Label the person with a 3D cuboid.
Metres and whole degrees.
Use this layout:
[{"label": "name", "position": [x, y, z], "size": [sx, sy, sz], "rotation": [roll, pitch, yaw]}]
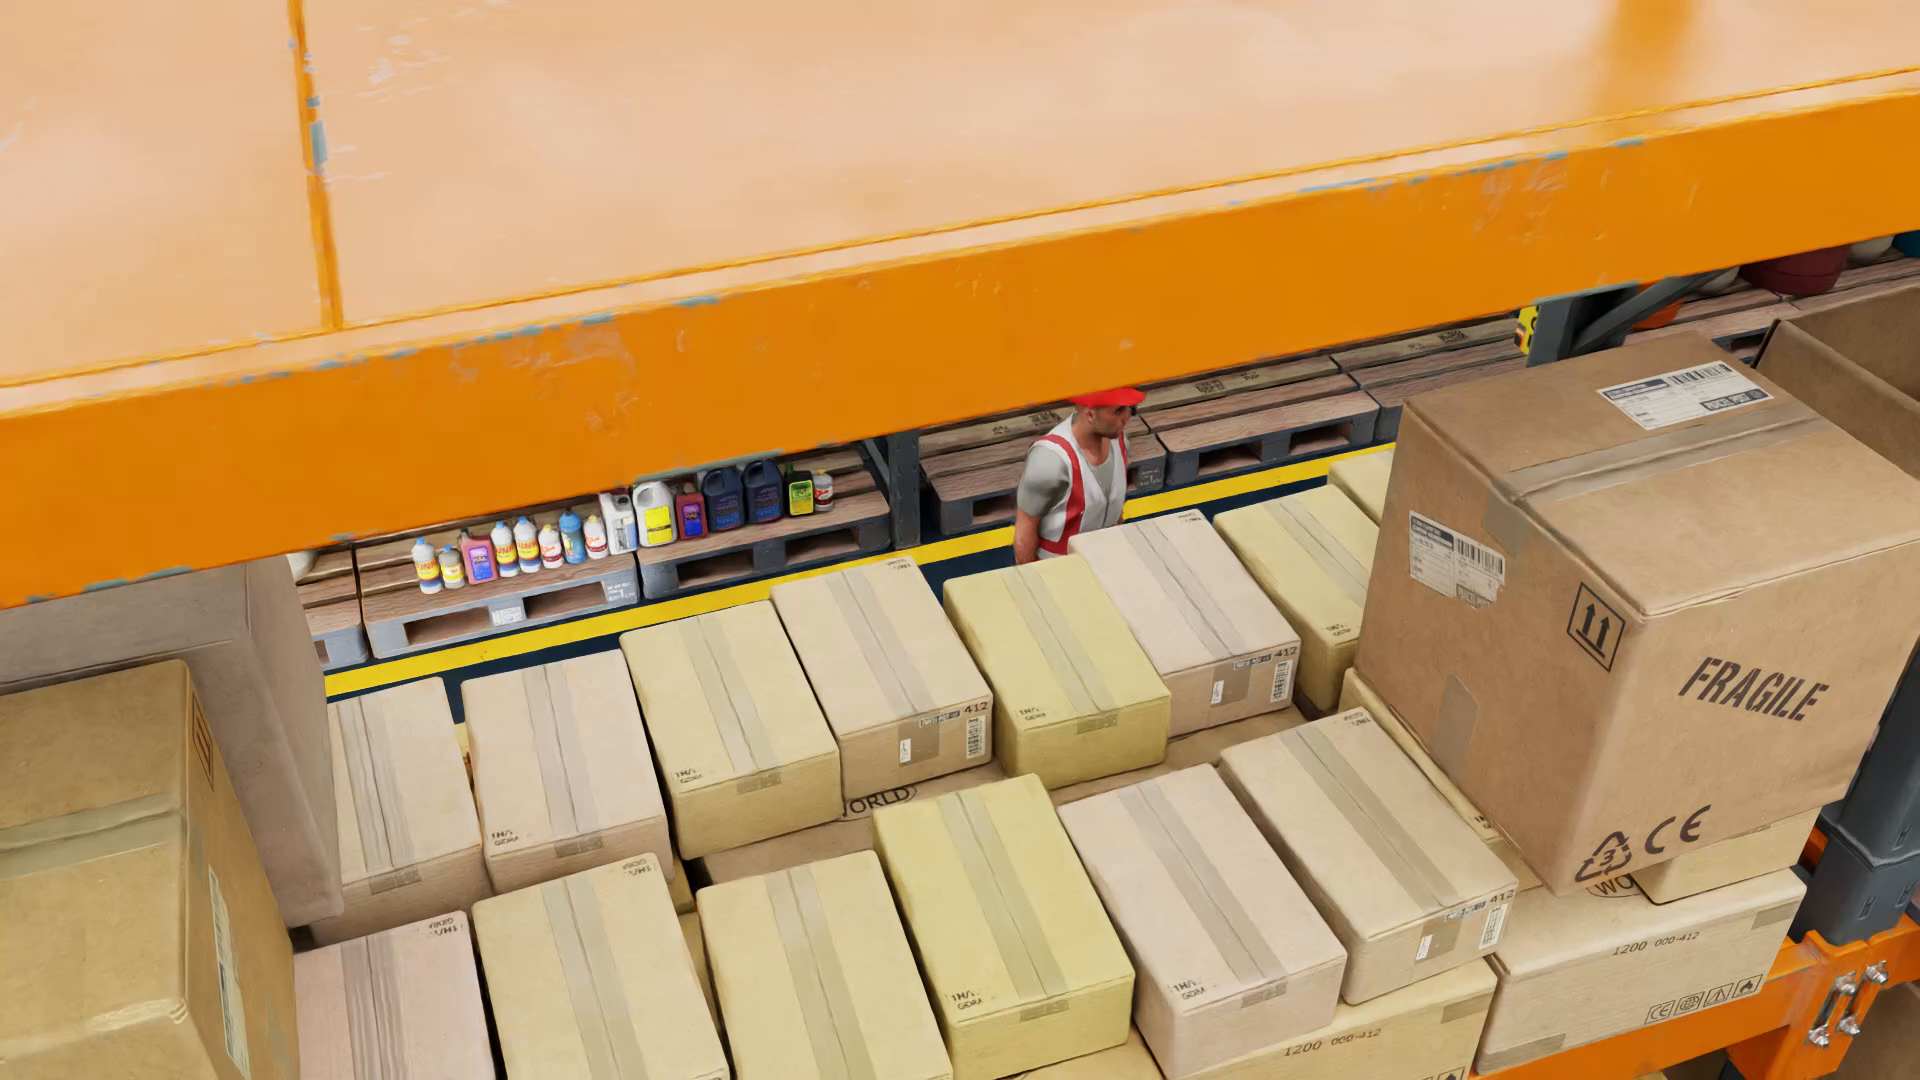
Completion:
[{"label": "person", "position": [0.388, 0.077, 6.512], "size": [0.596, 1.786, 0.493], "rotation": [-31, 47, -34]}]
